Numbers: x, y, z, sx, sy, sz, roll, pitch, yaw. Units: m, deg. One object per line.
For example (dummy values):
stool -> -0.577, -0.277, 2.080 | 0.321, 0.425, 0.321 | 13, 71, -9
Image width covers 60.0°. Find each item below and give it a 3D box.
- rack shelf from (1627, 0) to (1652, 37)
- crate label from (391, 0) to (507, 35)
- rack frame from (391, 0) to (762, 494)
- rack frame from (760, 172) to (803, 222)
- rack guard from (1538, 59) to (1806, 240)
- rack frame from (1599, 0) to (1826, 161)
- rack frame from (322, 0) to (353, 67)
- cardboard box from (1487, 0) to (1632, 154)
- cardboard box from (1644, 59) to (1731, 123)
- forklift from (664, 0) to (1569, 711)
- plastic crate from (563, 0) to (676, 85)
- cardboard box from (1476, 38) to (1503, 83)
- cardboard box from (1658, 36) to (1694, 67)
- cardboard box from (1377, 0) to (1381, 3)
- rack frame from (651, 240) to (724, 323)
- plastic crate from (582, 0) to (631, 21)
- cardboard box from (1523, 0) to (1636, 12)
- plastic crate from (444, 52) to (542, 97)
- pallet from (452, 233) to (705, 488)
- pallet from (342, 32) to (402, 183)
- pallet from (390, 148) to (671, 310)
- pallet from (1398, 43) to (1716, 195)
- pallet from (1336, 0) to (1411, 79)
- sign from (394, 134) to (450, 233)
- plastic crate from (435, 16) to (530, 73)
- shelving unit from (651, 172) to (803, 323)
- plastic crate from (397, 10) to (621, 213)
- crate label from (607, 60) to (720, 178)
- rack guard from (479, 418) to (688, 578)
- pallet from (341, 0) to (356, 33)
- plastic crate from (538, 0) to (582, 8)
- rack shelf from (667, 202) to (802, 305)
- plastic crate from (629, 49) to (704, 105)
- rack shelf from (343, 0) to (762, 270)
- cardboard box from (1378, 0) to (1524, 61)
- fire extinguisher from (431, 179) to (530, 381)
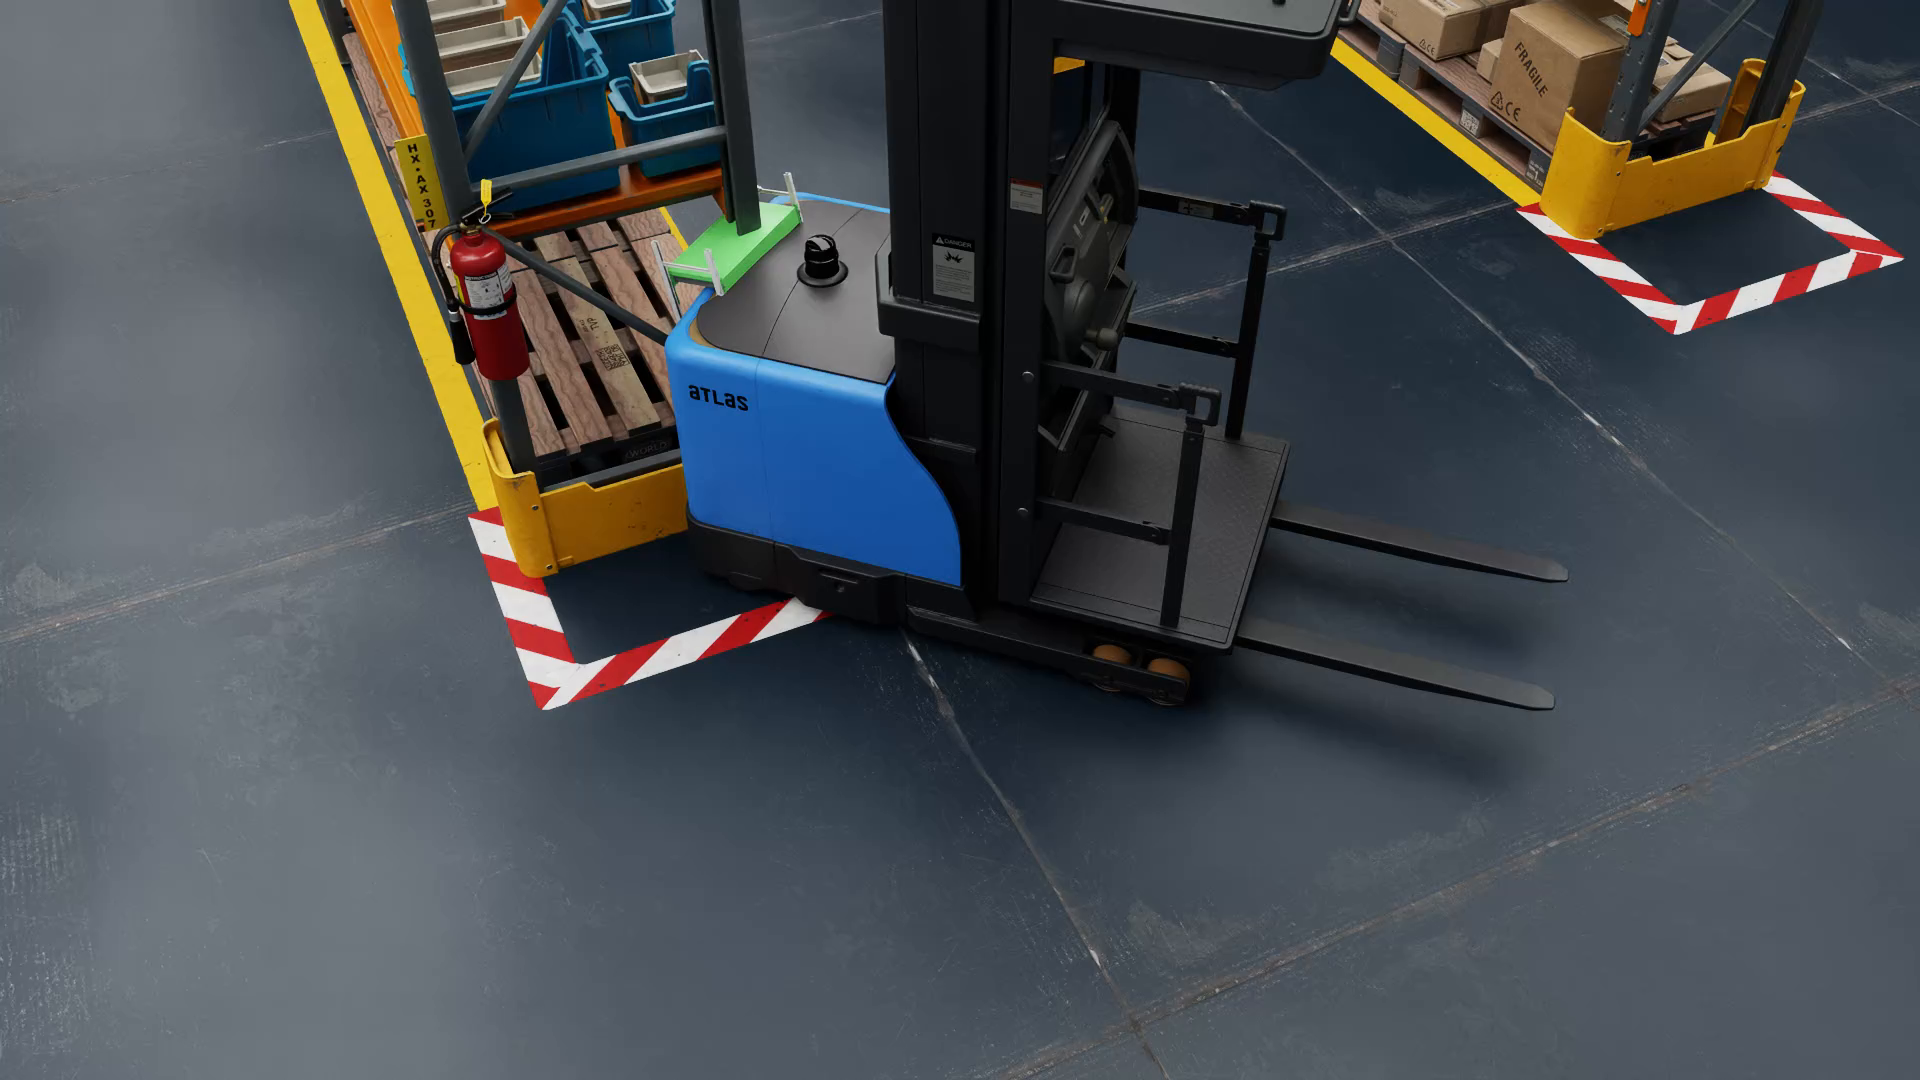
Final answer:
rack shelf -> 2.498, -3.684, 8.360 | 1.077, 0.370, 4.000 | -18, 47, -17
crate label -> -1.912, -1.958, 6.244 | 0.396, 0.136, 0.243 | -18, 47, -17
rack frame -> -1.157, -1.205, 5.336 | 1.000, 3.000, 0.127 | -18, 47, -17
rack frame -> -0.589, -0.834, 6.135 | 0.240, 1.200, 0.015 | 13, 47, 27
rack guard -> 3.307, -1.825, 7.743 | 1.175, 0.500, 0.348 | -18, 47, -17
rack frame -> 3.339, -2.666, 6.816 | 1.000, 3.000, 0.127 | -18, 47, -17
rack frame -> -2.838, -3.754, 7.919 | 1.000, 3.000, 0.127 | -18, 47, -17
cardboard box -> 2.887, -2.206, 7.817 | 0.500, 0.500, 0.500 | -18, 47, -17
cardboard box -> 3.475, -2.176, 8.036 | 0.380, 0.149, 0.250 | -18, 47, -17
forklift -> 0.595, -0.901, 5.077 | 3.031, 2.935, 1.130 | 13, 46, 13
plastic crate -> -1.238, -1.841, 6.057 | 0.416, 0.233, 0.300 | -18, 47, -17
cardboard box -> 2.799, -2.372, 8.223 | 0.380, 0.166, 0.250 | -18, 47, -17
cardboard box -> 3.370, -2.342, 8.191 | 0.380, 0.166, 0.250 | -18, 47, -17
cardboard box -> 2.452, -3.287, 8.910 | 0.797, 0.503, 0.637 | -18, 47, -17
rack frame -> -0.817, -0.520, 5.840 | 0.240, 1.200, 0.015 | 13, 47, 27
plastic crate -> -1.307, -2.049, 6.336 | 0.250, 0.136, 0.298 | -18, 47, -17
cardboard box -> 3.158, -2.593, 8.386 | 0.500, 0.250, 0.500 | -18, 47, -17
plastic crate -> -1.664, -1.599, 5.880 | 0.396, 0.136, 0.243 | -18, 47, -17
pallet -> -1.468, -0.750, 6.860 | 1.003, 0.211, 1.213 | -18, 47, -17
pallet -> -2.494, -2.305, 8.435 | 1.003, 0.211, 1.213 | -18, 47, -17
pallet -> -1.977, -1.526, 7.646 | 1.003, 0.211, 1.213 | -18, 47, -17
pallet -> 2.971, -2.229, 8.359 | 1.003, 0.211, 1.213 | -18, 47, -17
pallet -> 2.462, -3.006, 9.146 | 1.003, 0.211, 1.213 | -18, 47, -17
sign -> -1.649, -1.091, 5.104 | 0.100, 0.325, 0.005 | -18, 47, -17
plastic crate -> -1.772, -1.788, 6.072 | 0.396, 0.136, 0.243 | -18, 47, -17
shelving unit -> -0.703, -0.677, 5.988 | 0.258, 1.200, 0.503 | 13, 47, 27
plastic crate -> -1.467, -1.398, 5.463 | 0.616, 0.435, 0.499 | -18, 47, -17
crate label -> -0.962, -1.422, 5.632 | 0.416, 0.233, 0.303 | -18, 47, -17
rack guard -> -1.135, -0.304, 6.202 | 1.175, 0.500, 0.348 | -18, 47, -17
pallet -> -3.125, -3.266, 9.410 | 1.003, 0.211, 1.213 | -18, 47, -17
plastic crate -> -1.515, -2.261, 6.482 | 0.416, 0.233, 0.300 | -18, 47, -17
rack shelf -> -0.771, -0.984, 5.715 | 0.258, 0.148, 0.480 | 13, 47, 27
plastic crate -> -1.021, -1.616, 5.897 | 0.250, 0.136, 0.298 | -18, 47, -17
rack shelf -> -1.997, -2.224, 6.880 | 1.077, 0.370, 4.000 | -18, 47, -17
cardboard box -> 2.515, -2.732, 8.527 | 0.500, 0.250, 0.500 | -18, 47, -17
fire extinguisher -> -1.505, -0.815, 5.261 | 0.296, 0.674, 0.183 | -18, 47, -17
